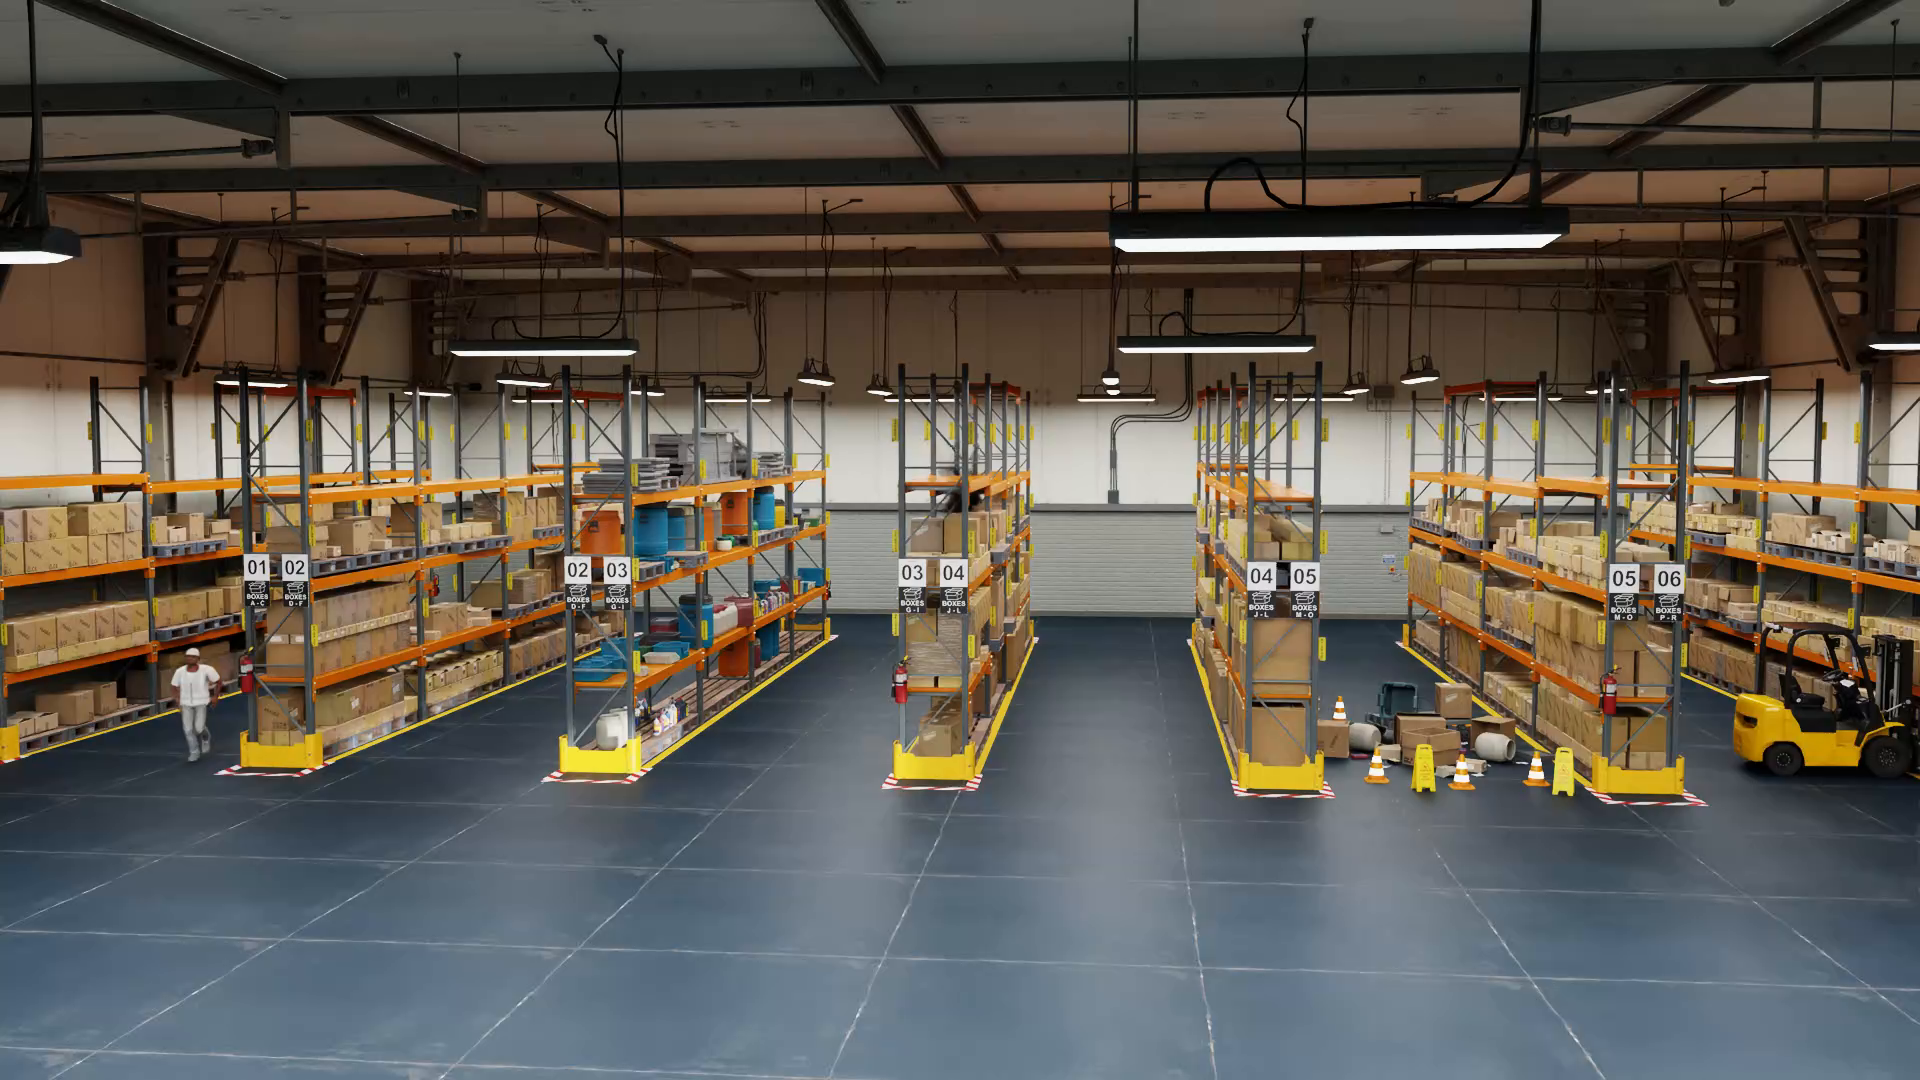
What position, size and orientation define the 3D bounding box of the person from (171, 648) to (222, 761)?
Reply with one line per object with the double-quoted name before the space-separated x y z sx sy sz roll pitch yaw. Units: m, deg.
"person" -11.698 2.510 25.429 0.709 1.728 0.596 -1 4 -11
